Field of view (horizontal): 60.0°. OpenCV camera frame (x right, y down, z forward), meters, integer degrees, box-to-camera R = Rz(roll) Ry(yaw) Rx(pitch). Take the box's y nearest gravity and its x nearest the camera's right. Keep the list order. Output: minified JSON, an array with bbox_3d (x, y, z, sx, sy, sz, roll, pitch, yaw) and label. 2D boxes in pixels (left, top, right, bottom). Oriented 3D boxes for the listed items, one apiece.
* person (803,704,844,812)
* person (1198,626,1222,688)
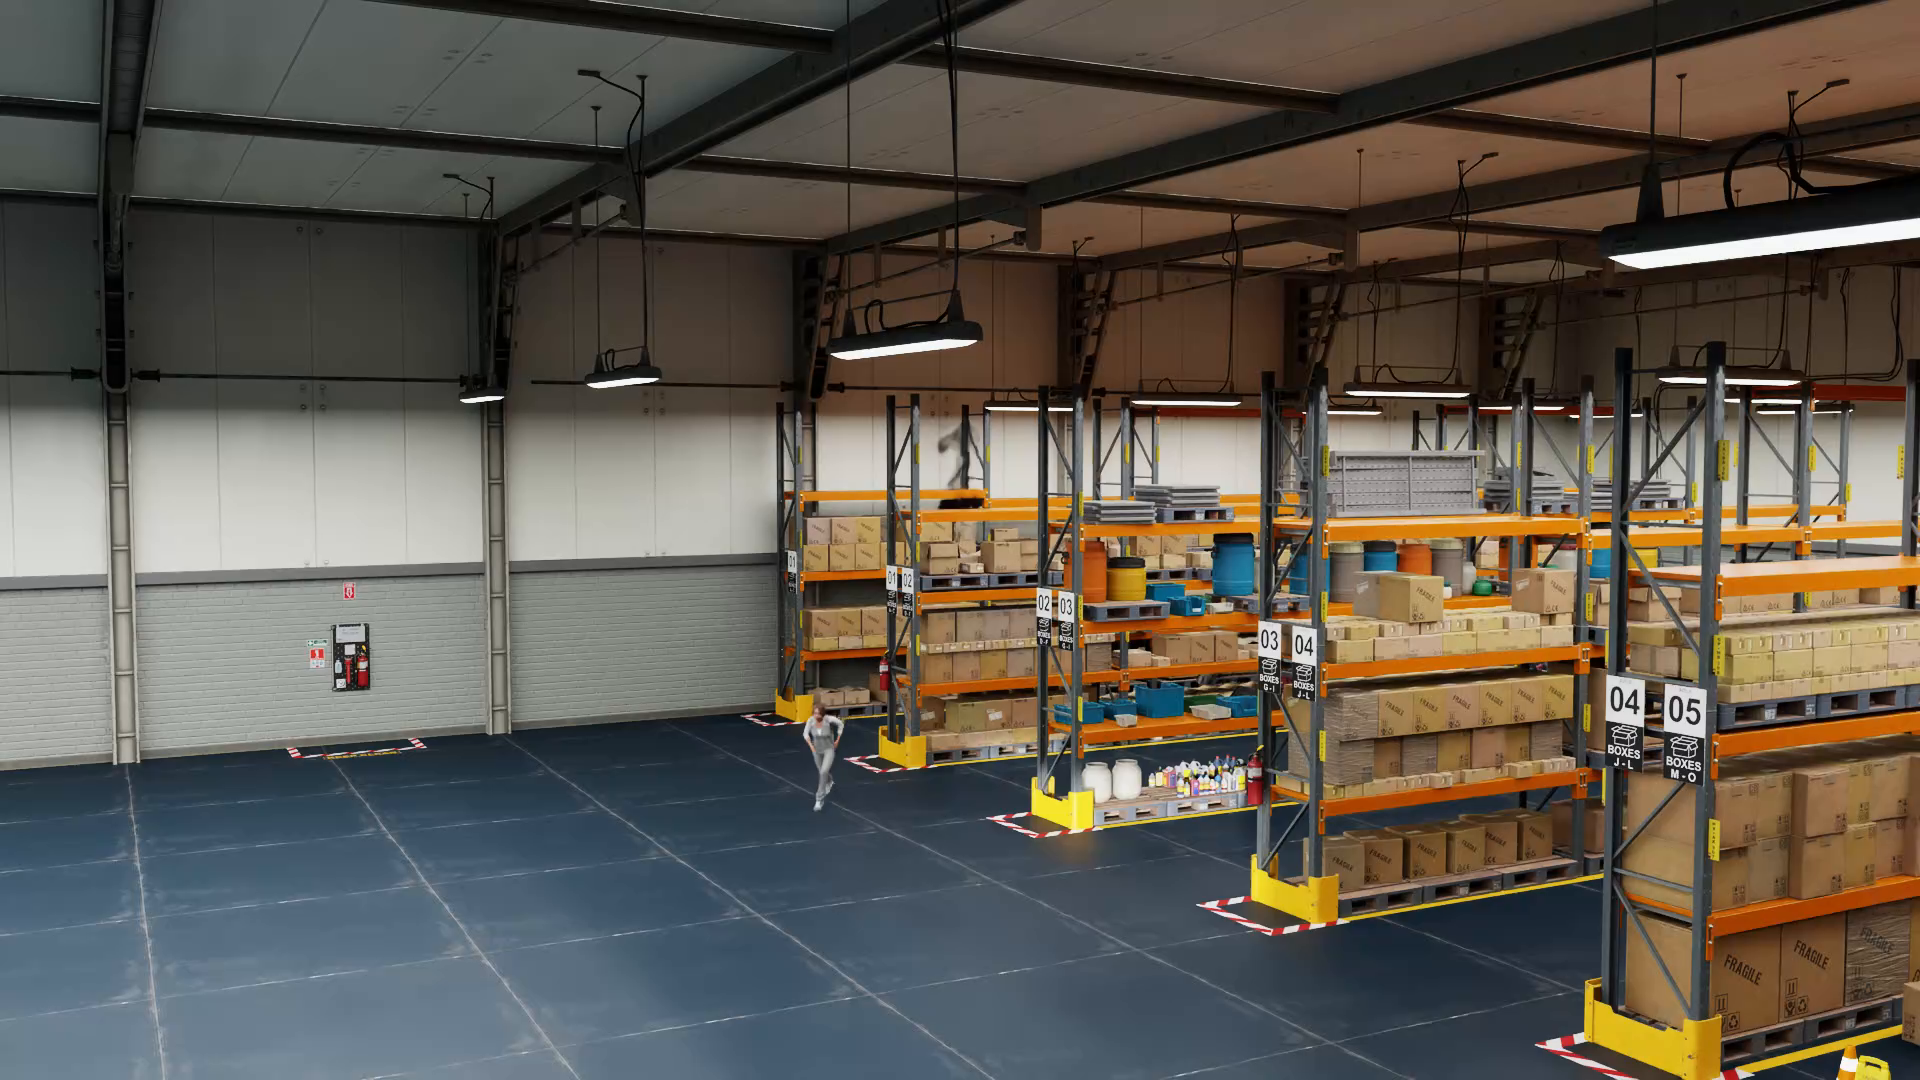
[{"bbox_3d":[-1.943,3.071,23.894,0.575,1.546,0.919,0,3,4],"label":"person"},{"bbox_3d":[4.973,2.460,32.723,0.599,1.734,0.660,-2,4,-25],"label":"person"}]
